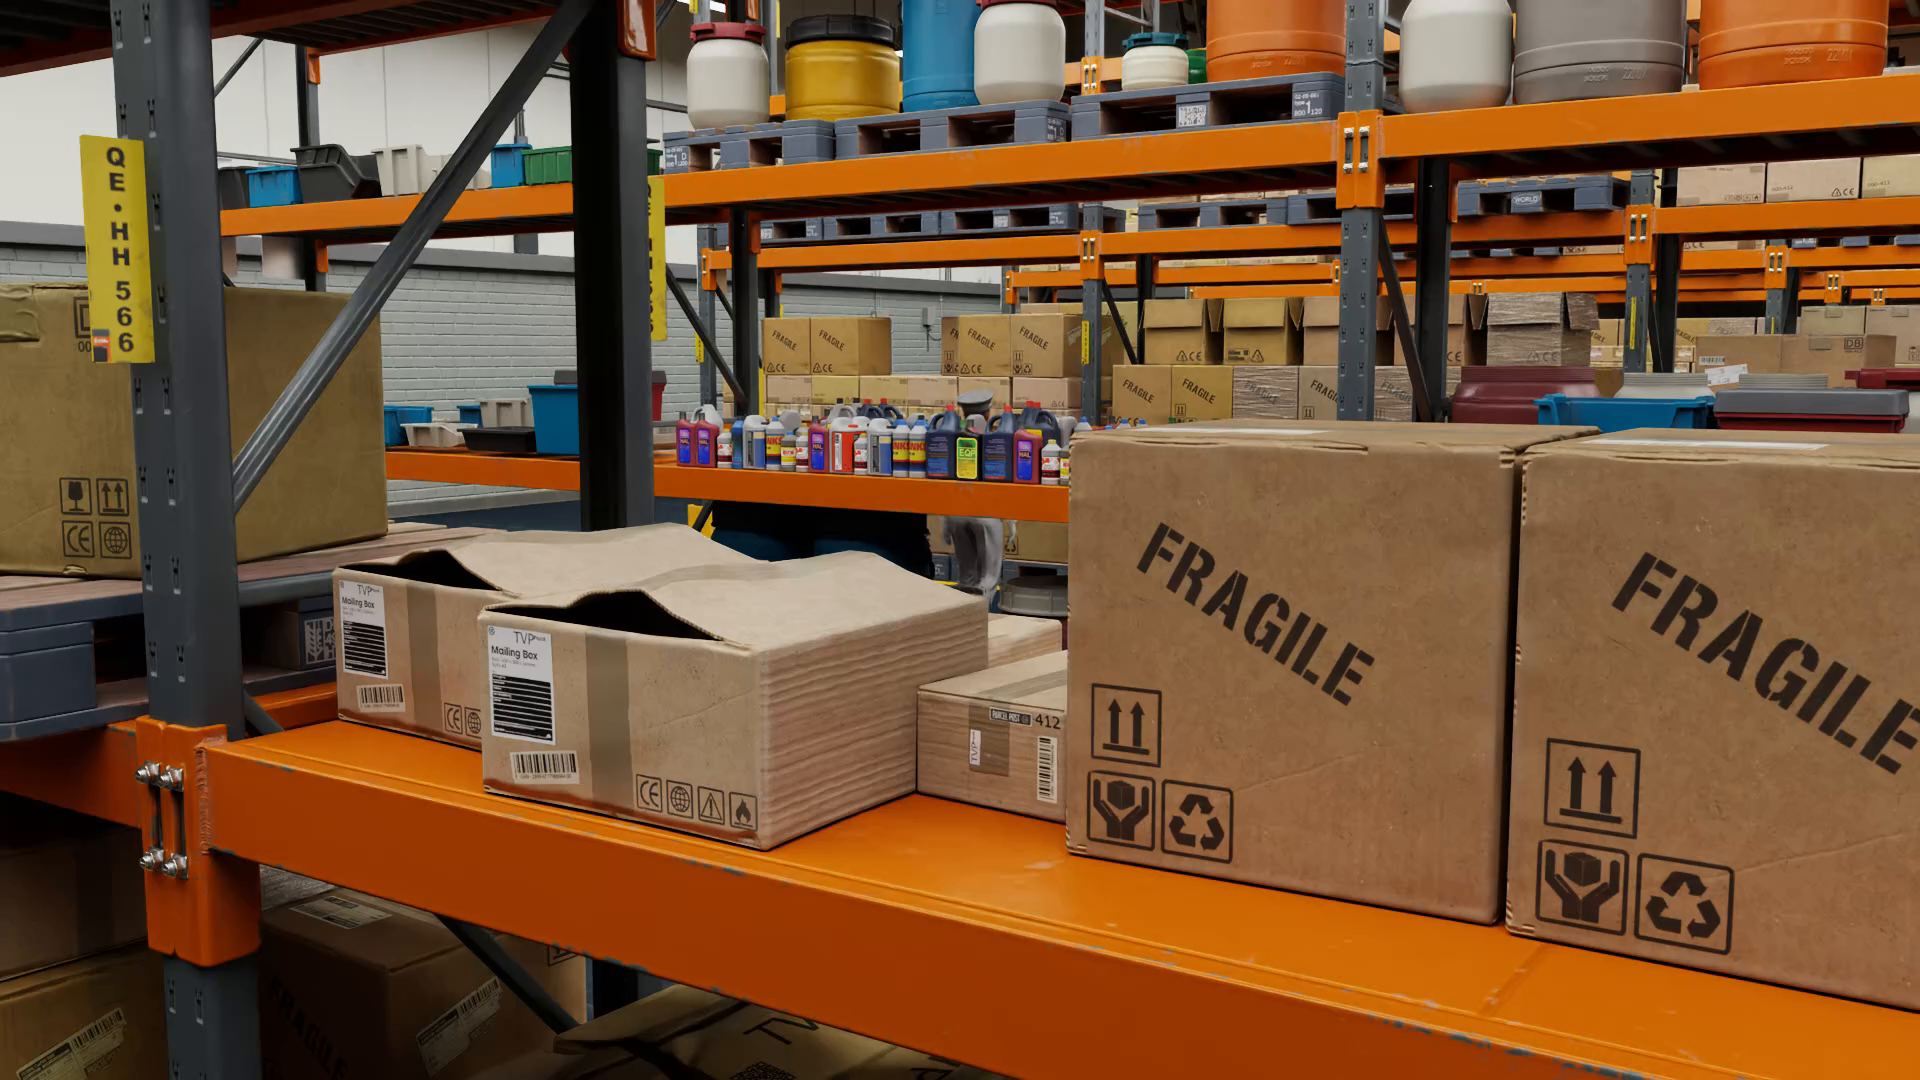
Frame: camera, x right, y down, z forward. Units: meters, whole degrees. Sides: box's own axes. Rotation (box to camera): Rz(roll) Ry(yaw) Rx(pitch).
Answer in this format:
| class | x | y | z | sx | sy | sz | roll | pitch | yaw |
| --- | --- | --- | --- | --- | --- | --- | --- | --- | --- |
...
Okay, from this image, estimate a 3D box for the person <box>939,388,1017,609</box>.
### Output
| class | x | y | z | sx | sy | sz | roll | pitch | yaw |
| --- | --- | --- | --- | --- | --- | --- | --- | --- | --- |
| person | 0.096 | -0.129 | 10.569 | 0.502 | 1.665 | 0.762 | 3 | 7 | 26 |
